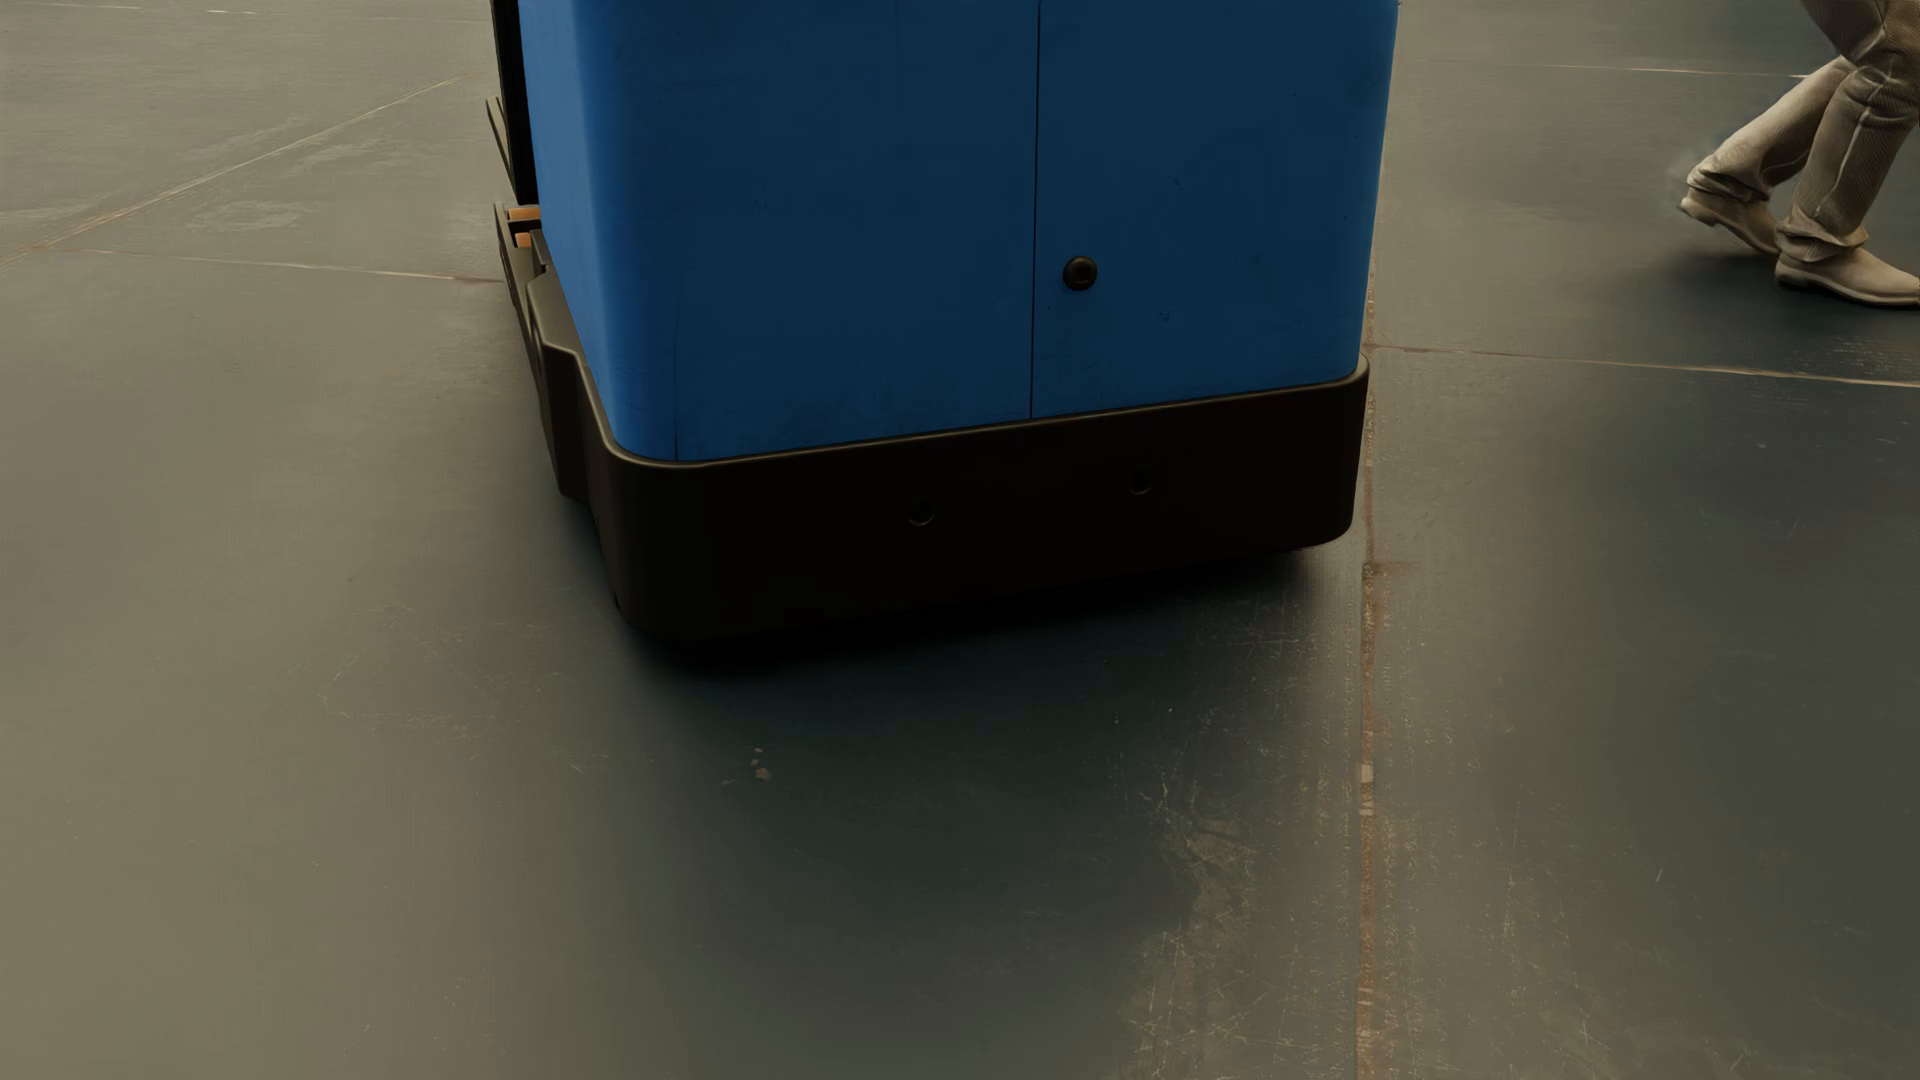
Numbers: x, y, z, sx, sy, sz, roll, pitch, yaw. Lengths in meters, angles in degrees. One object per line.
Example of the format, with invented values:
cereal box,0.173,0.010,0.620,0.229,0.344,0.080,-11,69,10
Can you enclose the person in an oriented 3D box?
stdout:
person,1.865,-1.294,3.208,0.733,1.669,0.798,19,33,33

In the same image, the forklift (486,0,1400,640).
forklift,-0.371,-1.826,2.866,1.130,2.935,3.031,-8,28,-16
